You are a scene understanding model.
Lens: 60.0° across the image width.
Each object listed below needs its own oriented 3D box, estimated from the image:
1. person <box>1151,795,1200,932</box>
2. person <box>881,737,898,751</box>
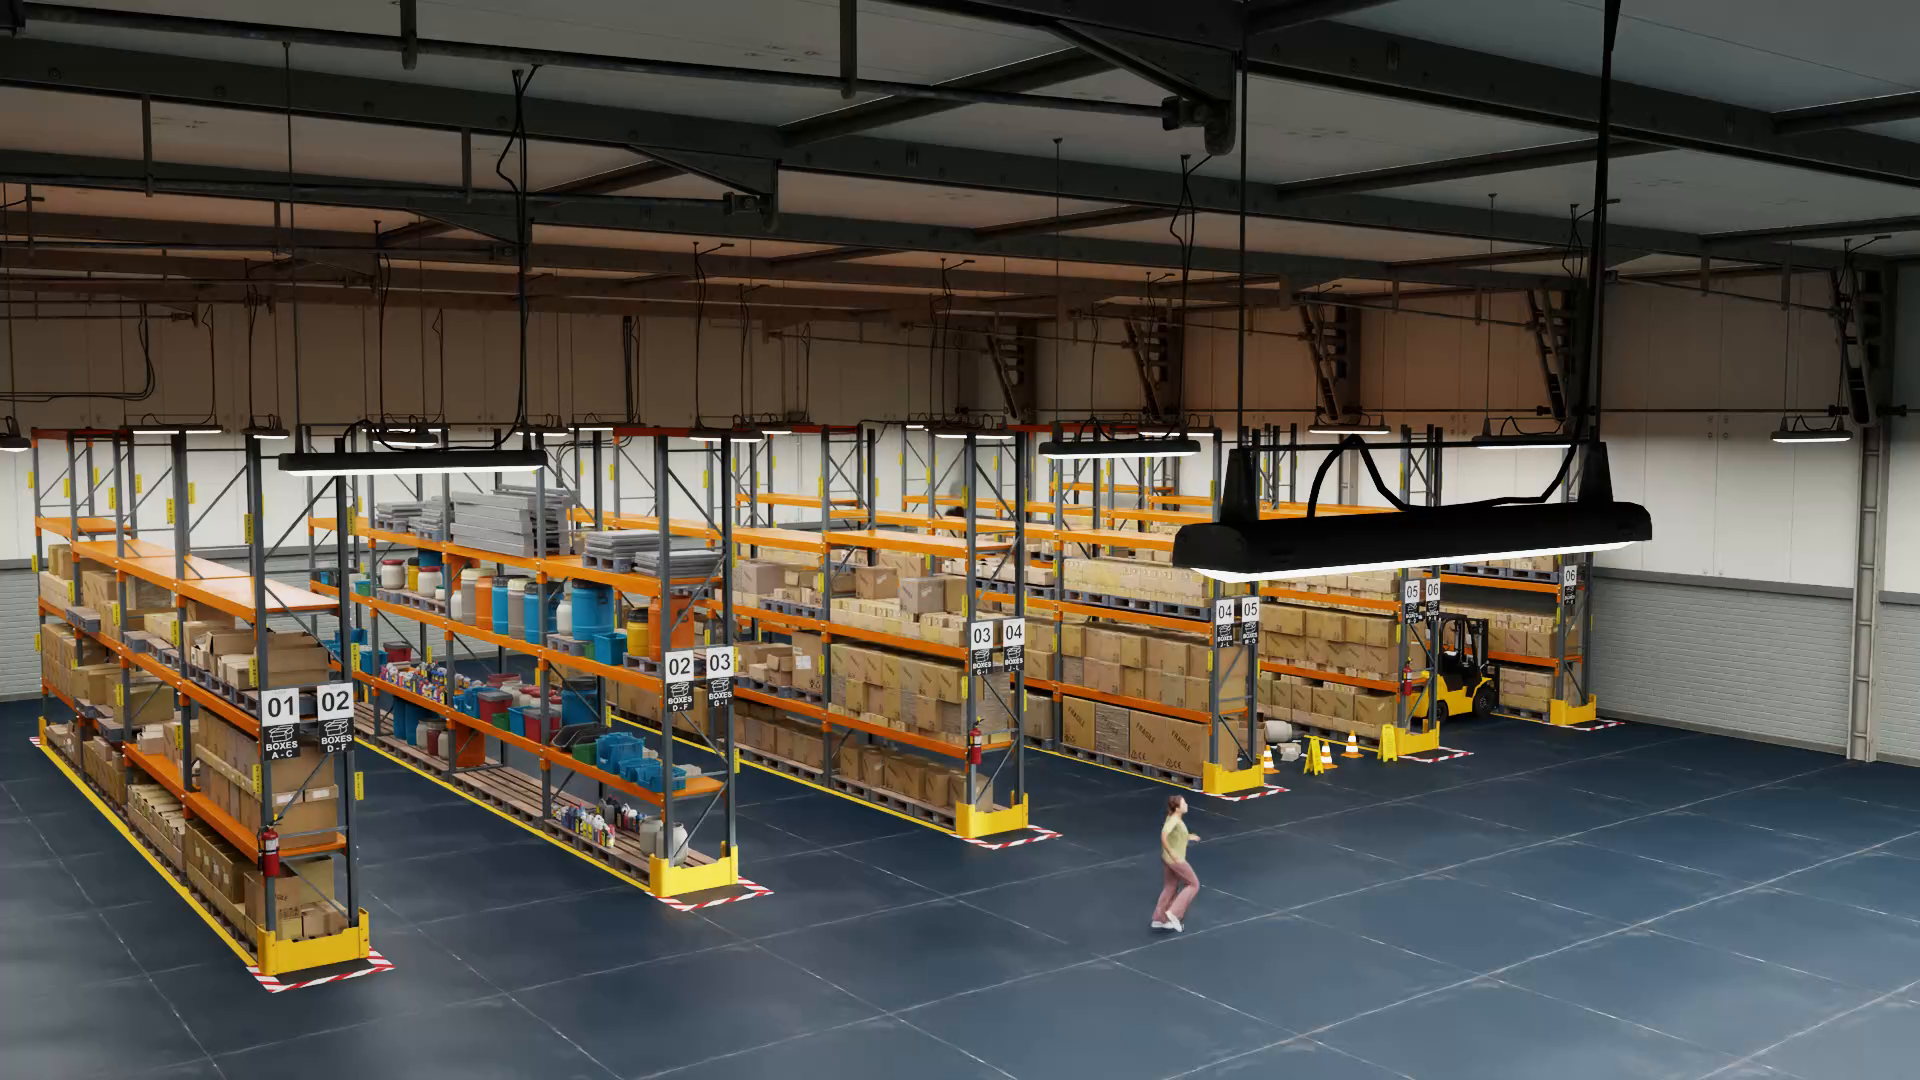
[{"bbox_3d":[2.634,3.916,20.235,0.632,1.660,0.554,-1,5,-7],"label":"person"},{"bbox_3d":[-1.096,3.144,30.643,0.889,1.571,0.694,2,5,27],"label":"person"}]
